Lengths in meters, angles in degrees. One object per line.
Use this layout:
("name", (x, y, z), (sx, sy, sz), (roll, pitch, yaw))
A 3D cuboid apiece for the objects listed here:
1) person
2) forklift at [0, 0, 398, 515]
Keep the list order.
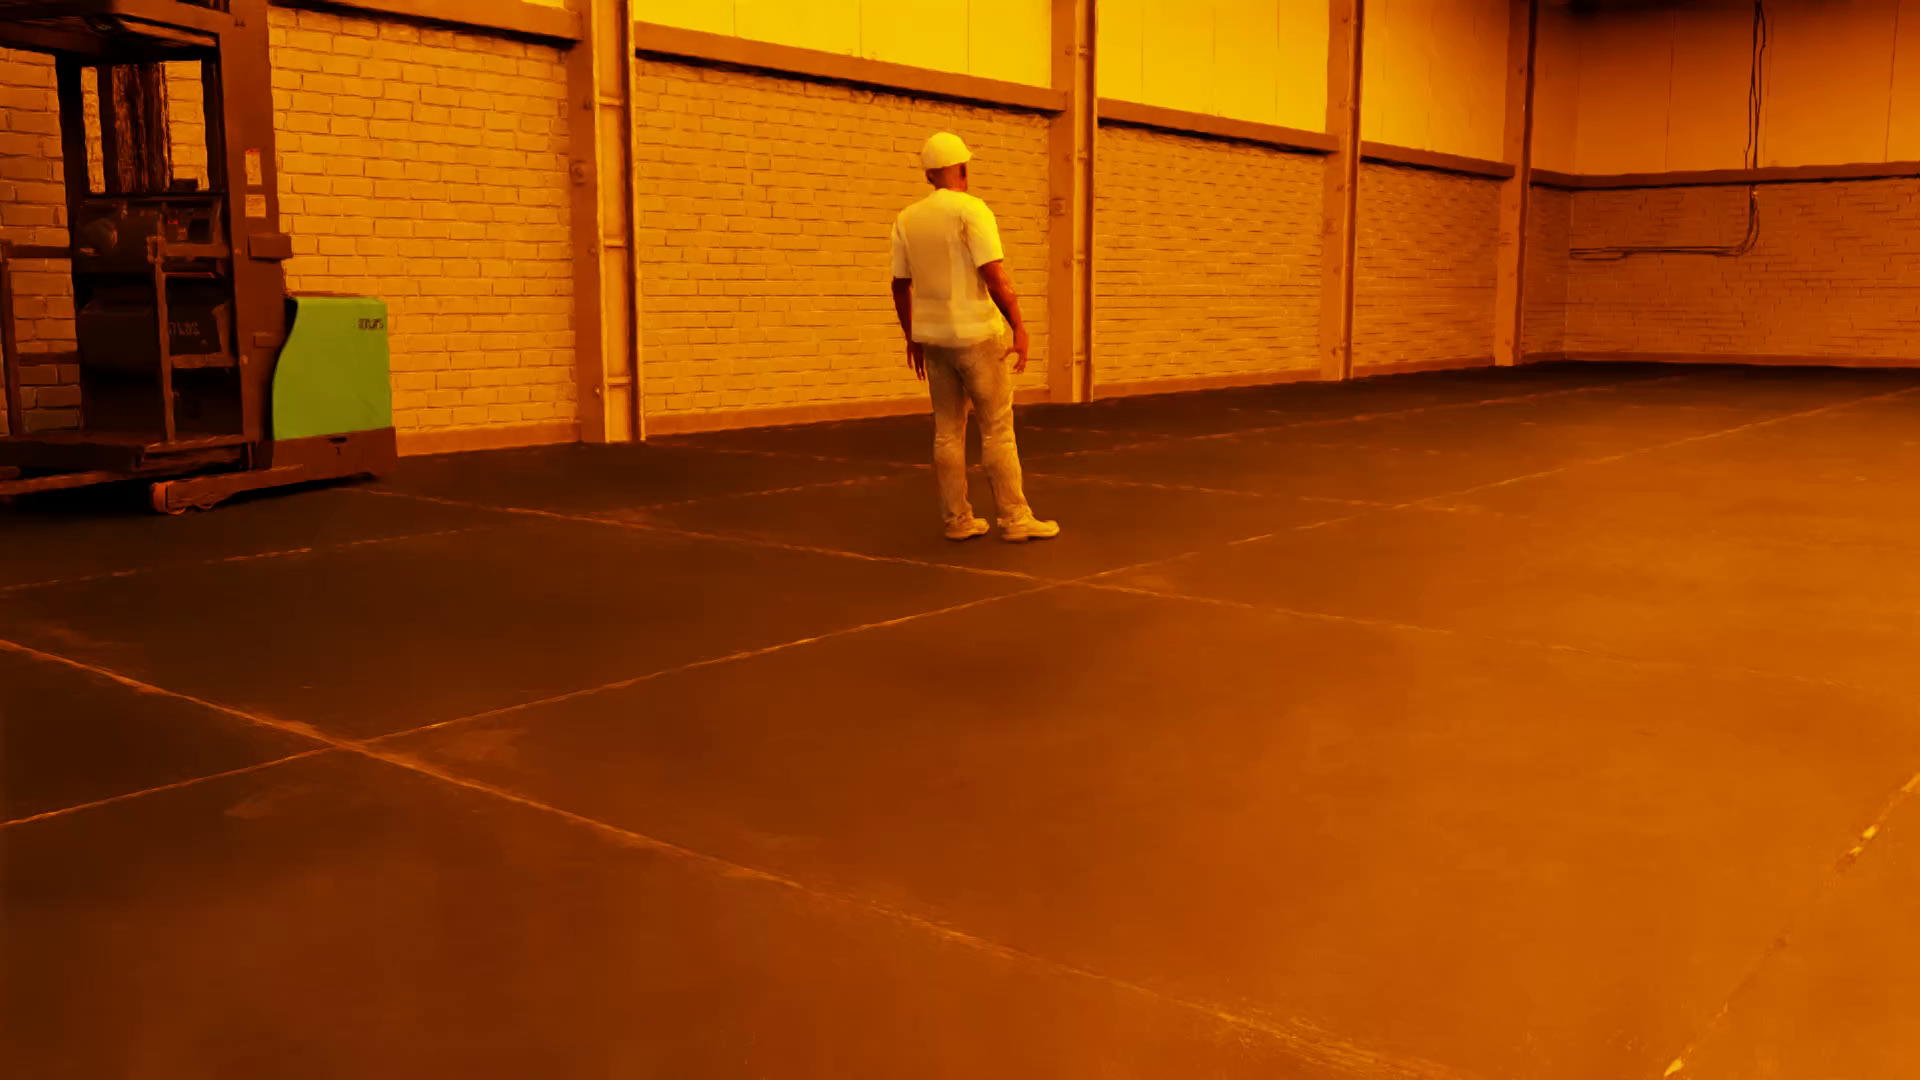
("person", (0.048, -0.888, 7.326), (0.665, 1.766, 0.576), (7, 11, 38))
("forklift", (-4.304, -1.640, 8.489), (1.130, 2.935, 3.031), (3, 9, 19))
